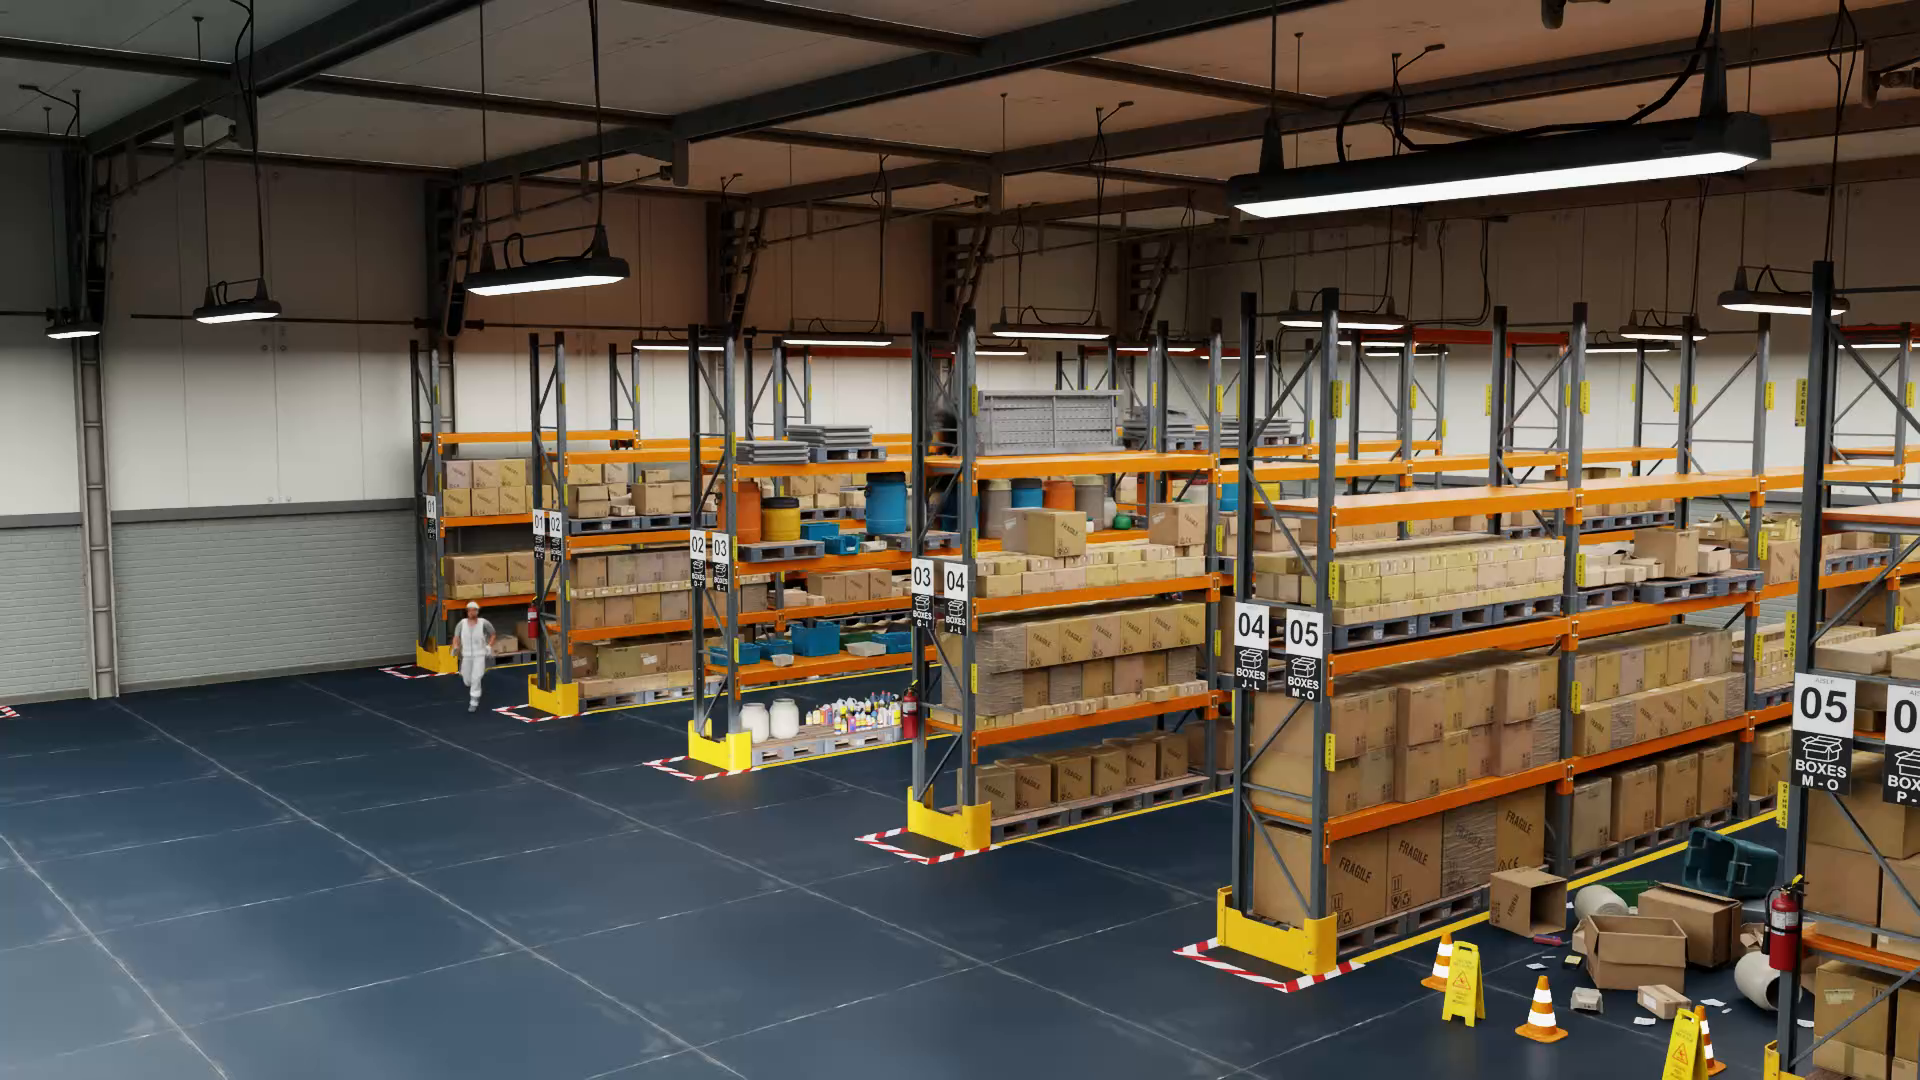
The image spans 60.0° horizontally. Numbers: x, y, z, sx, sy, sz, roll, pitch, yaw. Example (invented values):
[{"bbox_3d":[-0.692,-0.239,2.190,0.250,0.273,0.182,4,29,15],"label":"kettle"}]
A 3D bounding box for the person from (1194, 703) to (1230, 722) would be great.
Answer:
[{"bbox_3d":[3.680,2.059,24.882,1.105,1.545,0.674,-3,6,-28],"label":"person"}]

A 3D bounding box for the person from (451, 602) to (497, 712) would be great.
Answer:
[{"bbox_3d":[-7.762,1.844,26.626,0.665,1.742,0.749,0,5,-2],"label":"person"}]
